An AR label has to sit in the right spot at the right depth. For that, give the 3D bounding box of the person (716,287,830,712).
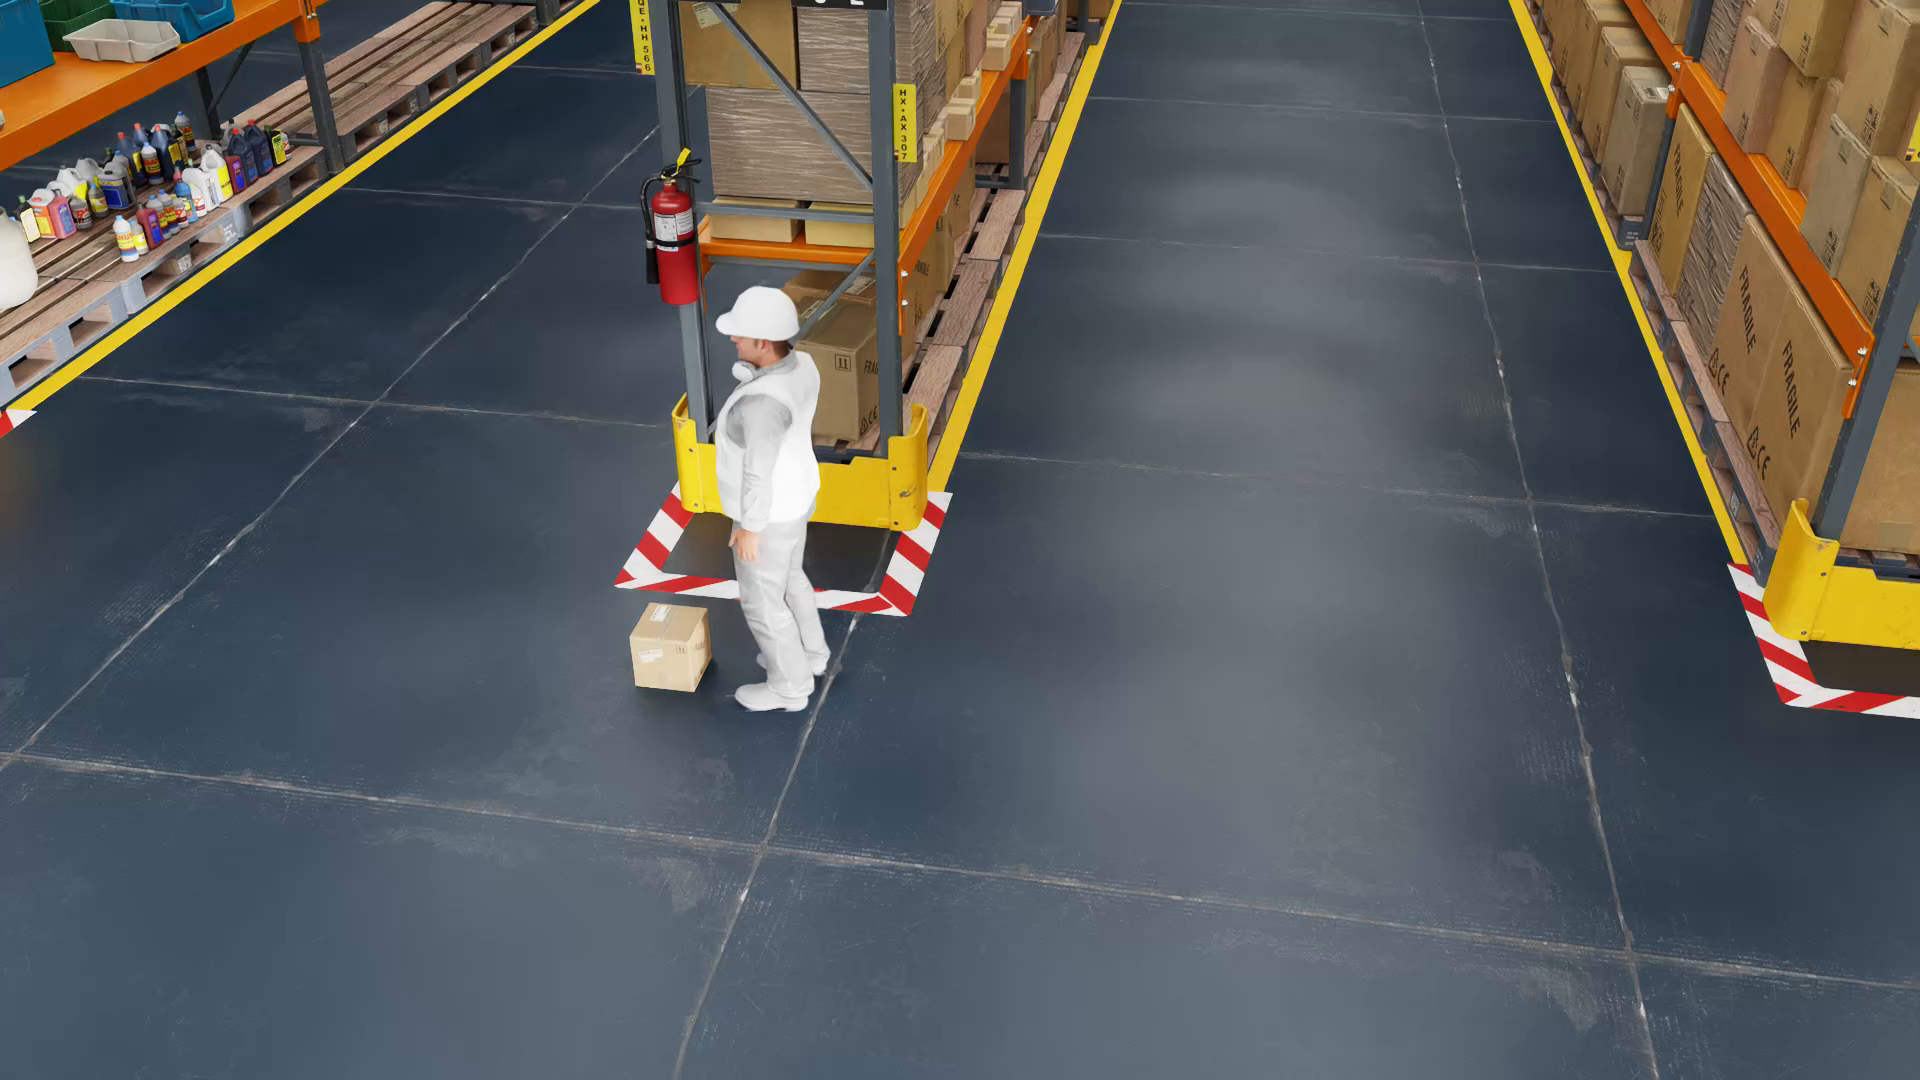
[{"bbox_3d":[-0.727,-0.142,6.347,0.358,1.772,0.532,6,33,9],"label":"person"}]
